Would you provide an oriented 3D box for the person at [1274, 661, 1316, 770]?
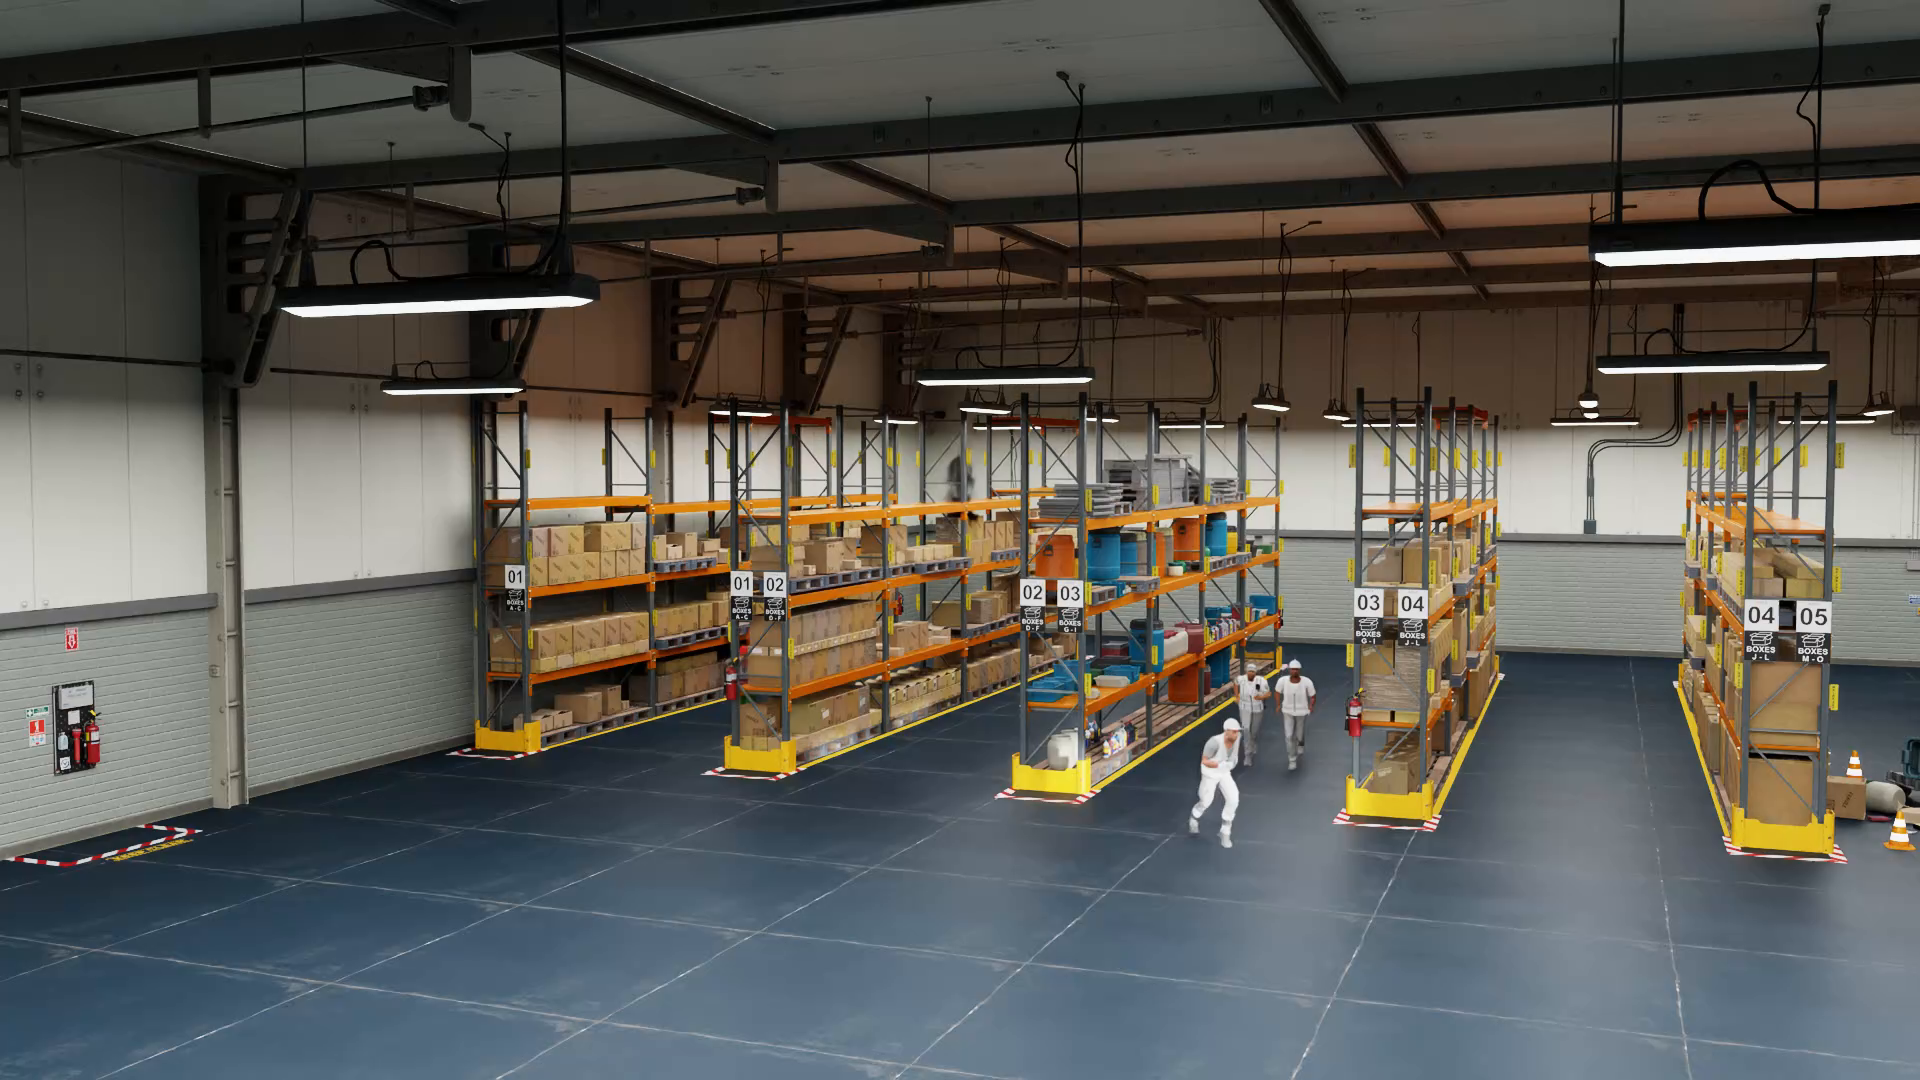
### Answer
[{"bbox_3d":[5.471,2.822,27.158,0.679,1.747,0.846,1,3,15],"label":"person"}]

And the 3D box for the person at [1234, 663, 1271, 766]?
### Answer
[{"bbox_3d":[4.846,2.856,27.607,0.604,1.680,0.970,0,3,8],"label":"person"}]

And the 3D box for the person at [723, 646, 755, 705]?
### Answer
[{"bbox_3d":[-4.051,2.719,30.843,0.686,1.584,0.893,0,3,-7],"label":"person"}]

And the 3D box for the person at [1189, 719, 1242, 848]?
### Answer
[{"bbox_3d":[3.338,3.133,21.668,0.705,1.719,1.015,-2,3,-29],"label":"person"}]
